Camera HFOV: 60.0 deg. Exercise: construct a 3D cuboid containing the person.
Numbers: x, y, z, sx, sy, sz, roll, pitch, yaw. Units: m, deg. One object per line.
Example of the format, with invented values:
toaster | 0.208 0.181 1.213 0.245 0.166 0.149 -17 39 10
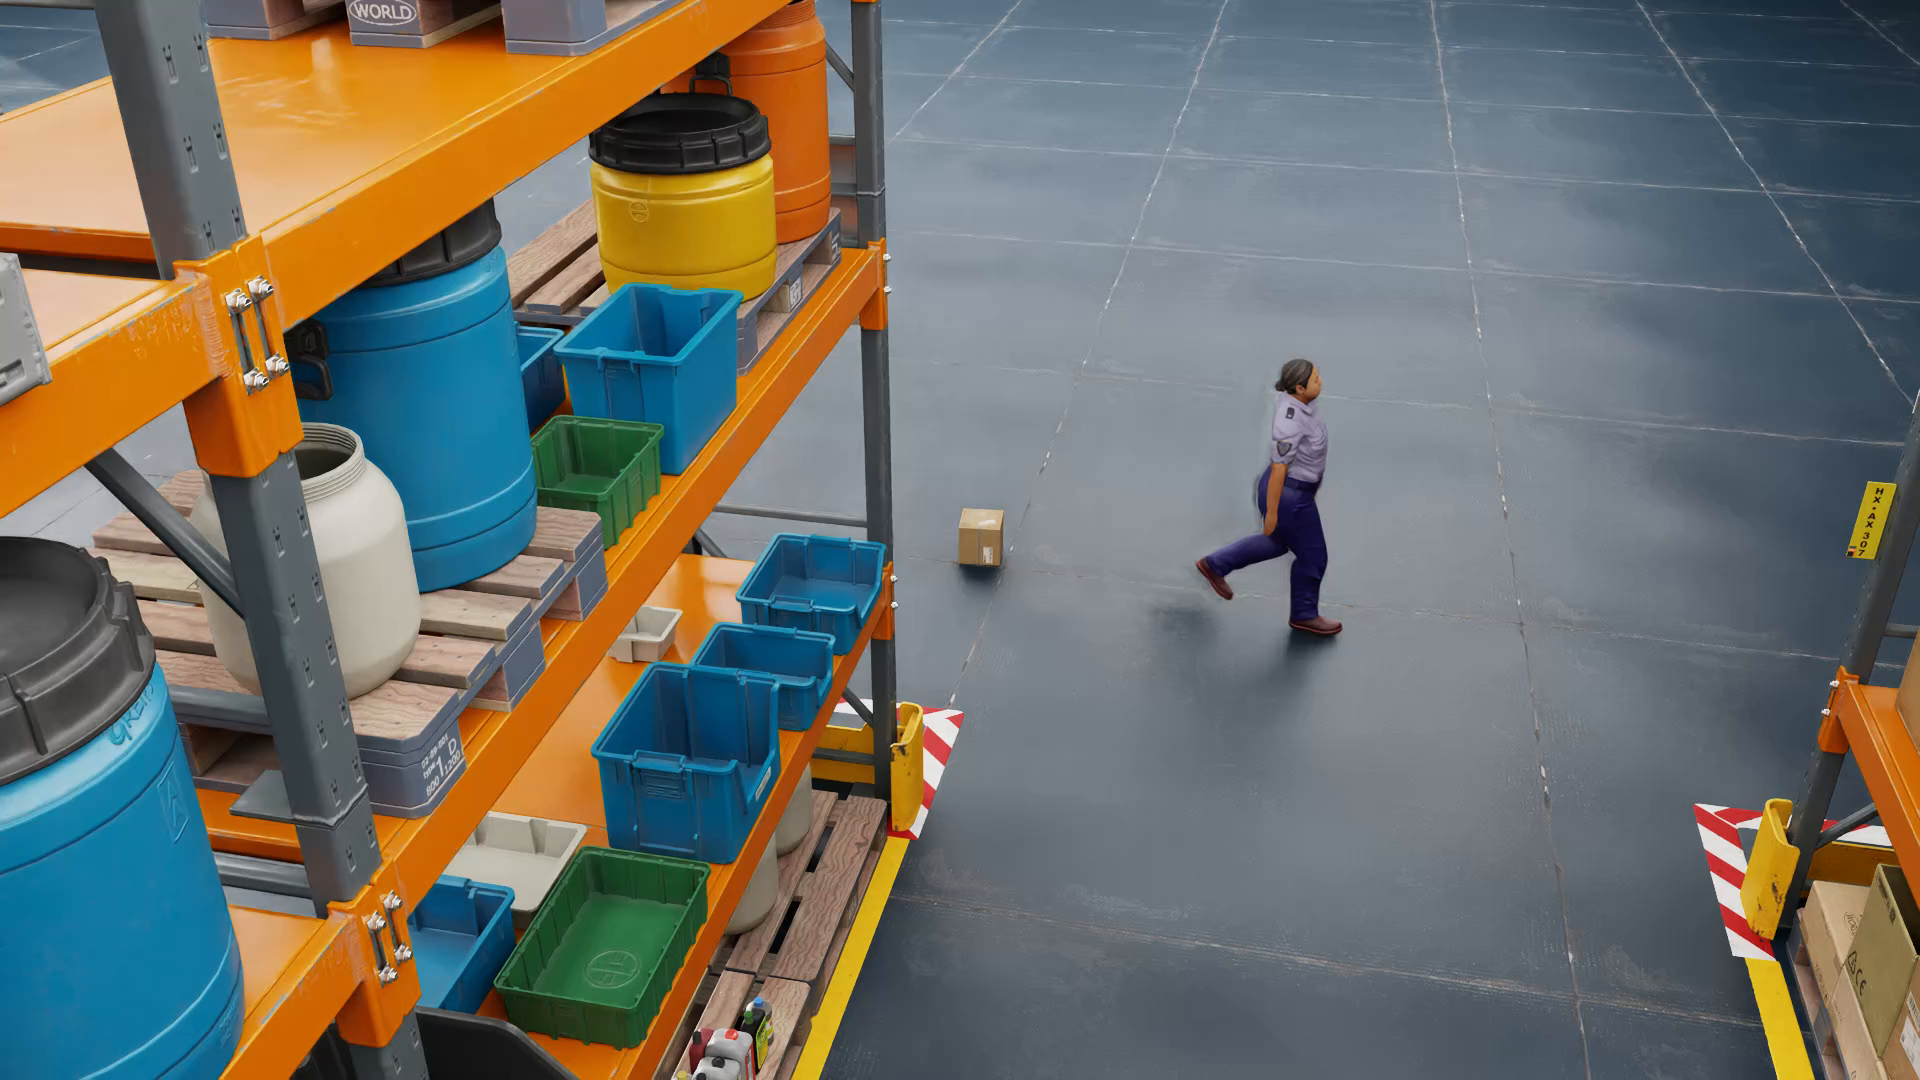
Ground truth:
person | 1.755 -0.263 9.092 0.837 1.601 0.492 7 30 12
